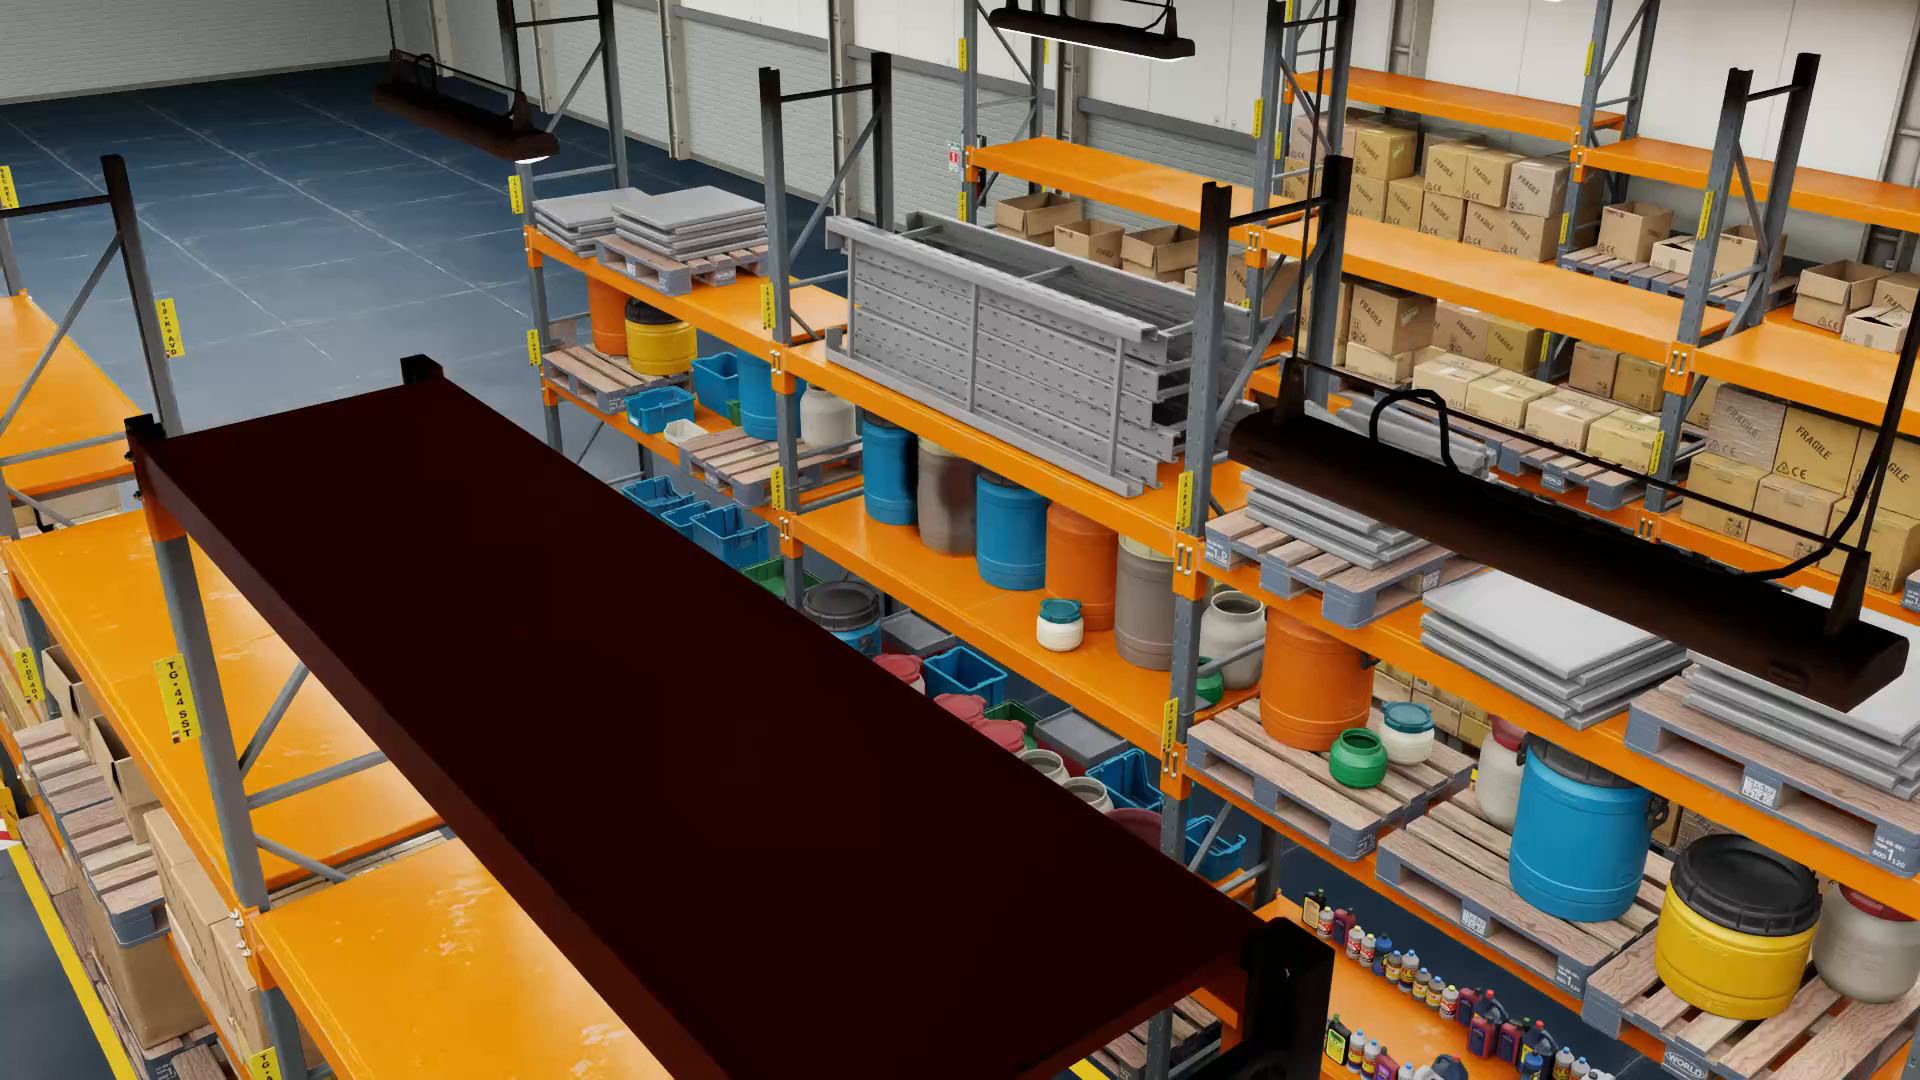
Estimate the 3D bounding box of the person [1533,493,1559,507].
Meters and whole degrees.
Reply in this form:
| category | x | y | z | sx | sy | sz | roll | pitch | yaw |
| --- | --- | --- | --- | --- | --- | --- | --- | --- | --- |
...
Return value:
| category | x | y | z | sx | sy | sz | roll | pitch | yaw |
| --- | --- | --- | --- | --- | --- | --- | --- | --- | --- |
| person | 5.345 | 0.299 | 15.722 | 0.547 | 1.668 | 0.419 | 21 | 33 | 36 |
